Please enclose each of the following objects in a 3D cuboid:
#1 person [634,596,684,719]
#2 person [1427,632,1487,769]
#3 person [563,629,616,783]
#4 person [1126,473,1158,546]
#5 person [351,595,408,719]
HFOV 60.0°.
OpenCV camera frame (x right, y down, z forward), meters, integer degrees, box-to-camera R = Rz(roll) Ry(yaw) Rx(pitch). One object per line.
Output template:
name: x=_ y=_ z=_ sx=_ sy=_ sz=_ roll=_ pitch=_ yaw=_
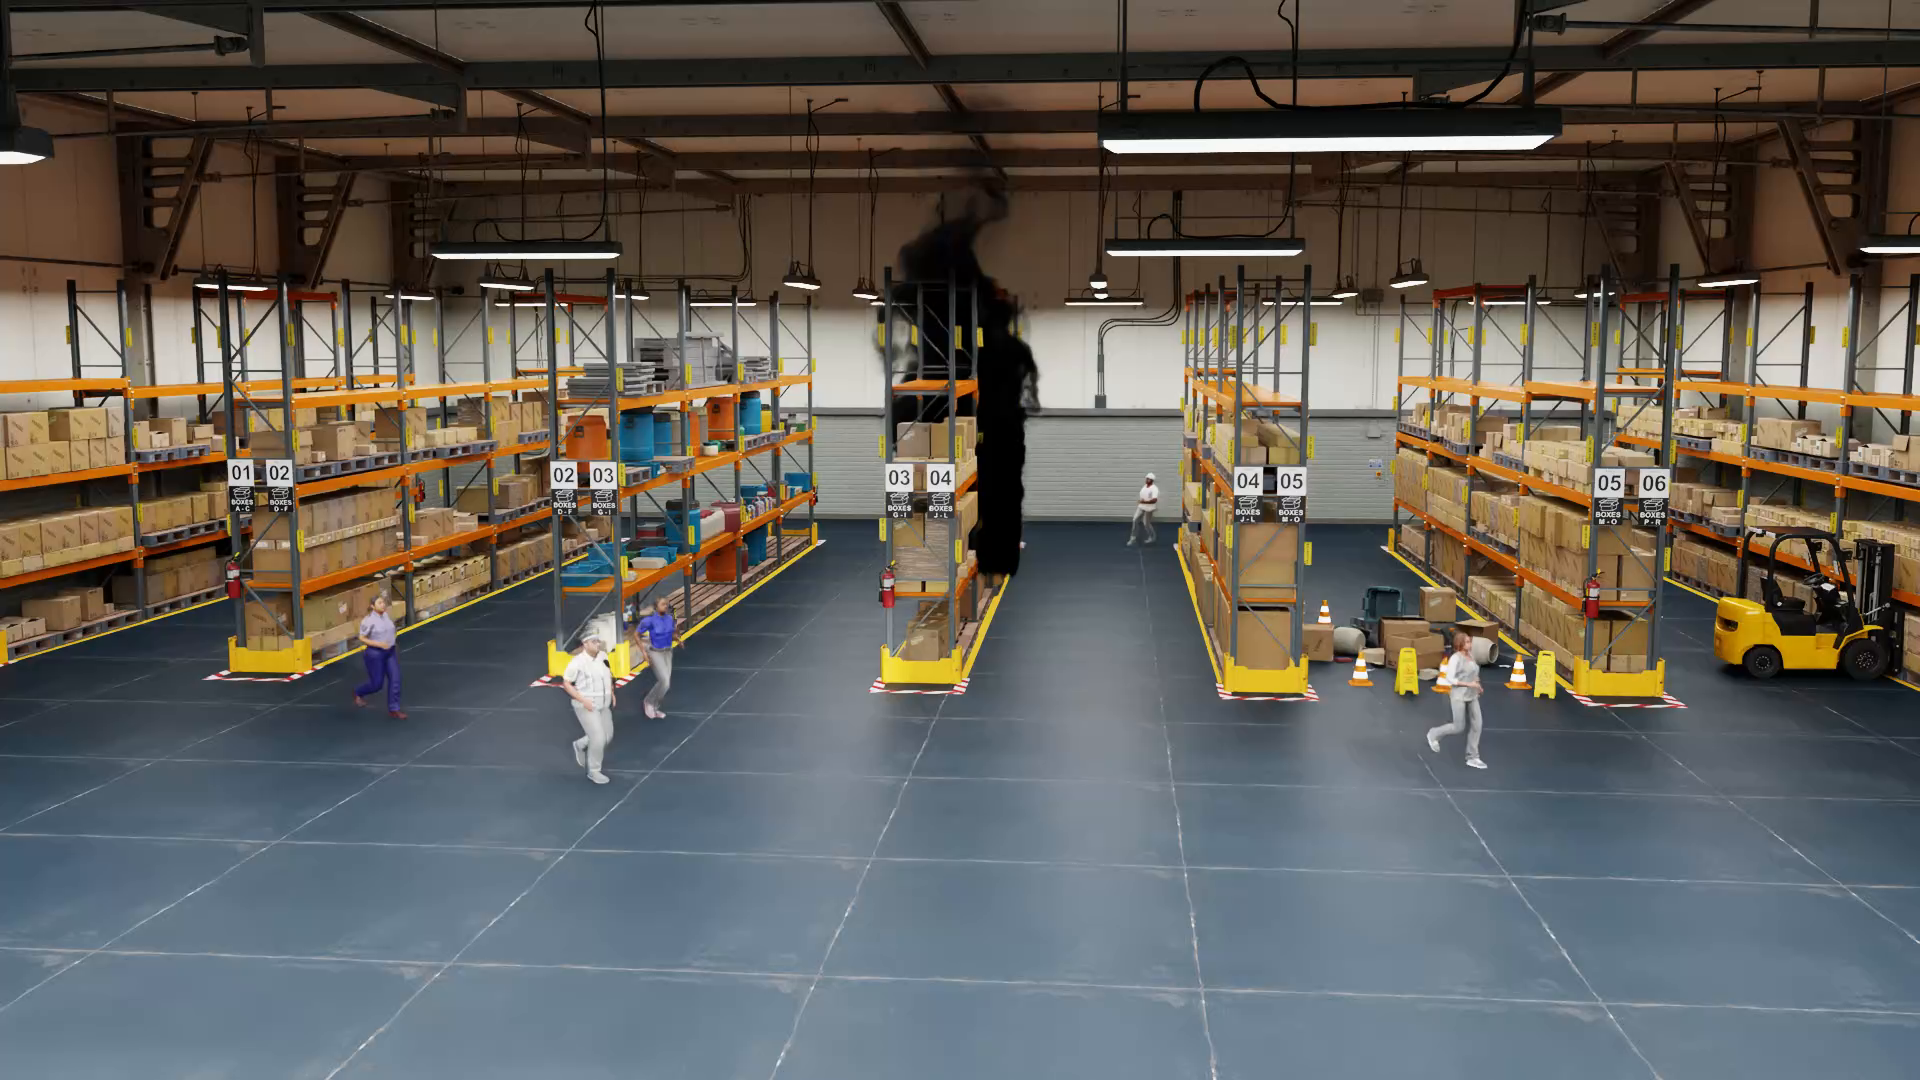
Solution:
person: x=-3.903 y=1.548 z=21.849 sx=0.582 sy=1.626 sz=0.585 roll=5 pitch=9 yaw=36
person: x=5.882 y=1.859 z=19.531 sx=0.550 sy=1.566 sz=0.783 roll=-5 pitch=9 yaw=-38
person: x=-4.219 y=1.859 z=18.915 sx=0.637 sy=1.743 sz=0.690 roll=4 pitch=8 yaw=32
person: x=4.468 y=-0.733 z=39.987 sx=0.863 sy=1.760 sz=0.719 roll=-5 pitch=8 yaw=-34
person: x=-7.666 y=1.540 z=21.964 sx=0.828 sy=1.640 sz=0.607 roll=3 pitch=8 yaw=26
